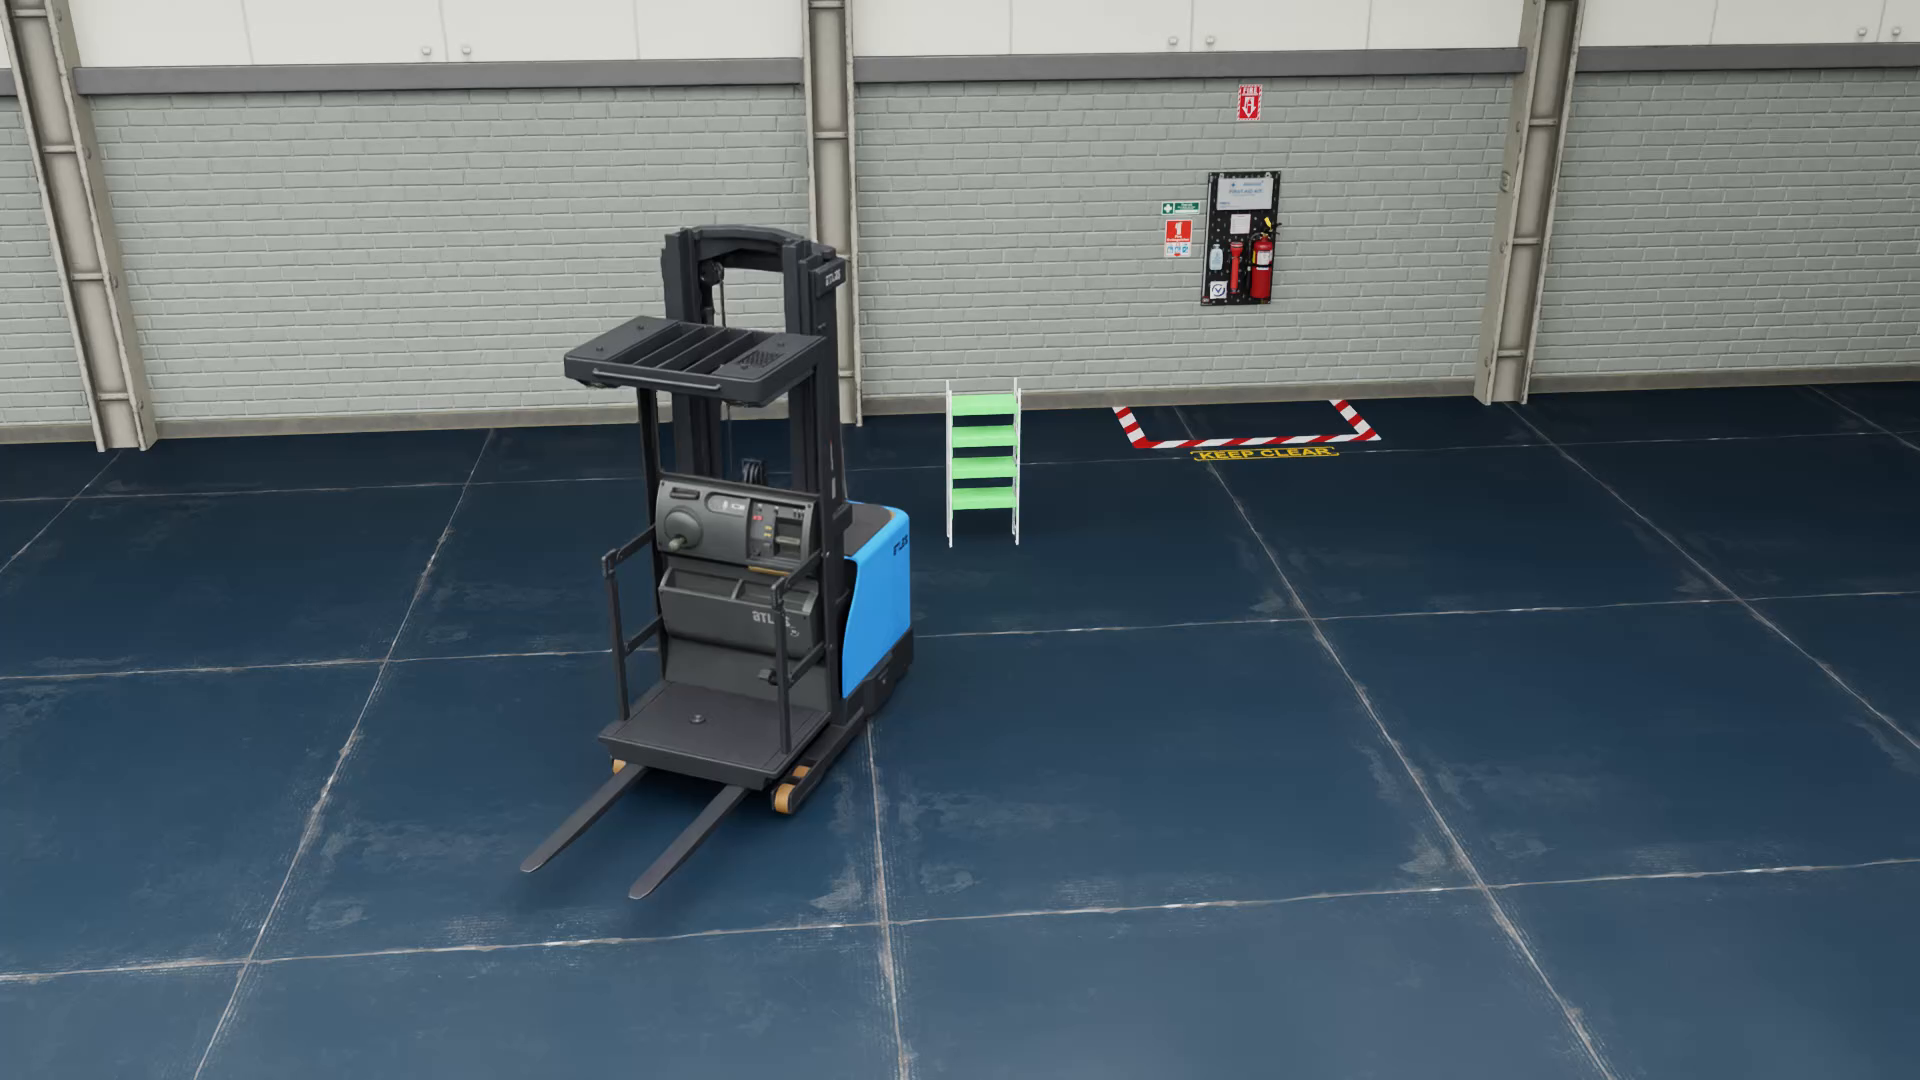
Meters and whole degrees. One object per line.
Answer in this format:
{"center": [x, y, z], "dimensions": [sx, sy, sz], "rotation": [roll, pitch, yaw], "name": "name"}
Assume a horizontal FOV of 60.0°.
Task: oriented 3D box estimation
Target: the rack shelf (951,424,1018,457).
{"center": [0.165, -0.716, 11.950], "dimensions": [0.480, 0.148, 0.258], "rotation": [-2, 24, -5], "name": "rack shelf"}

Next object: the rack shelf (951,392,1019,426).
{"center": [0.165, -0.935, 11.852], "dimensions": [0.480, 0.148, 0.258], "rotation": [-2, 24, -5], "name": "rack shelf"}

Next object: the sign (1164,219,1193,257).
{"center": [1.888, -2.609, 14.382], "dimensions": [0.234, 0.329, 0.001], "rotation": [-2, 24, -5], "name": "sign"}

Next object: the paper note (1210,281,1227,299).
{"center": [2.265, -2.191, 14.571], "dimensions": [0.142, 0.148, 0.016], "rotation": [-2, 24, -5], "name": "paper note"}

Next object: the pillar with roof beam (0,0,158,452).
{"center": [-6.608, -3.178, 8.321], "dimensions": [0.400, 9.000, 9.100], "rotation": [-2, 24, -5], "name": "pillar with roof beam"}

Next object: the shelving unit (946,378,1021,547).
{"center": [0.165, -0.555, 12.021], "dimensions": [0.503, 1.200, 0.258], "rotation": [-2, 24, -5], "name": "shelving unit"}

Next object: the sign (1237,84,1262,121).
{"center": [2.430, -3.672, 13.964], "dimensions": [0.199, 0.298, 0.001], "rotation": [-2, 24, -5], "name": "sign"}

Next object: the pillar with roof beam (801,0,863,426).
{"center": [-0.637, -3.418, 8.860], "dimensions": [0.400, 9.000, 9.100], "rotation": [-2, 24, -5], "name": "pillar with roof beam"}

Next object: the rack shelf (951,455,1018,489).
{"center": [0.165, -0.496, 12.047], "dimensions": [0.480, 0.148, 0.258], "rotation": [-2, 24, -5], "name": "rack shelf"}

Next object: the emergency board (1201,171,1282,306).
{"center": [2.448, -2.573, 14.345], "dimensions": [0.643, 1.169, 0.194], "rotation": [-2, 24, -5], "name": "emergency board"}

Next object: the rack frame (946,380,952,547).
{"center": [-0.078, -0.545, 11.999], "dimensions": [0.015, 1.200, 0.240], "rotation": [-2, 24, -5], "name": "rack frame"}

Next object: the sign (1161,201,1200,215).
{"center": [1.893, -2.847, 14.267], "dimensions": [0.331, 0.109, 0.001], "rotation": [-2, 24, -5], "name": "sign"}

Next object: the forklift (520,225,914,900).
{"center": [-1.291, -0.056, 8.767], "dimensions": [1.130, 2.935, 3.031], "rotation": [9, 25, 19], "name": "forklift"}

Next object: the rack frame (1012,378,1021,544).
{"center": [0.408, -0.565, 12.043], "dimensions": [0.015, 1.200, 0.240], "rotation": [-2, 24, -5], "name": "rack frame"}

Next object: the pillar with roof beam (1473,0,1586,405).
{"center": [5.334, -3.657, 9.399], "dimensions": [0.400, 9.000, 9.100], "rotation": [-2, 24, -5], "name": "pillar with roof beam"}

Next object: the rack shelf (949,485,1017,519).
{"center": [0.165, -0.277, 12.145], "dimensions": [0.480, 0.148, 0.258], "rotation": [-2, 24, -5], "name": "rack shelf"}
